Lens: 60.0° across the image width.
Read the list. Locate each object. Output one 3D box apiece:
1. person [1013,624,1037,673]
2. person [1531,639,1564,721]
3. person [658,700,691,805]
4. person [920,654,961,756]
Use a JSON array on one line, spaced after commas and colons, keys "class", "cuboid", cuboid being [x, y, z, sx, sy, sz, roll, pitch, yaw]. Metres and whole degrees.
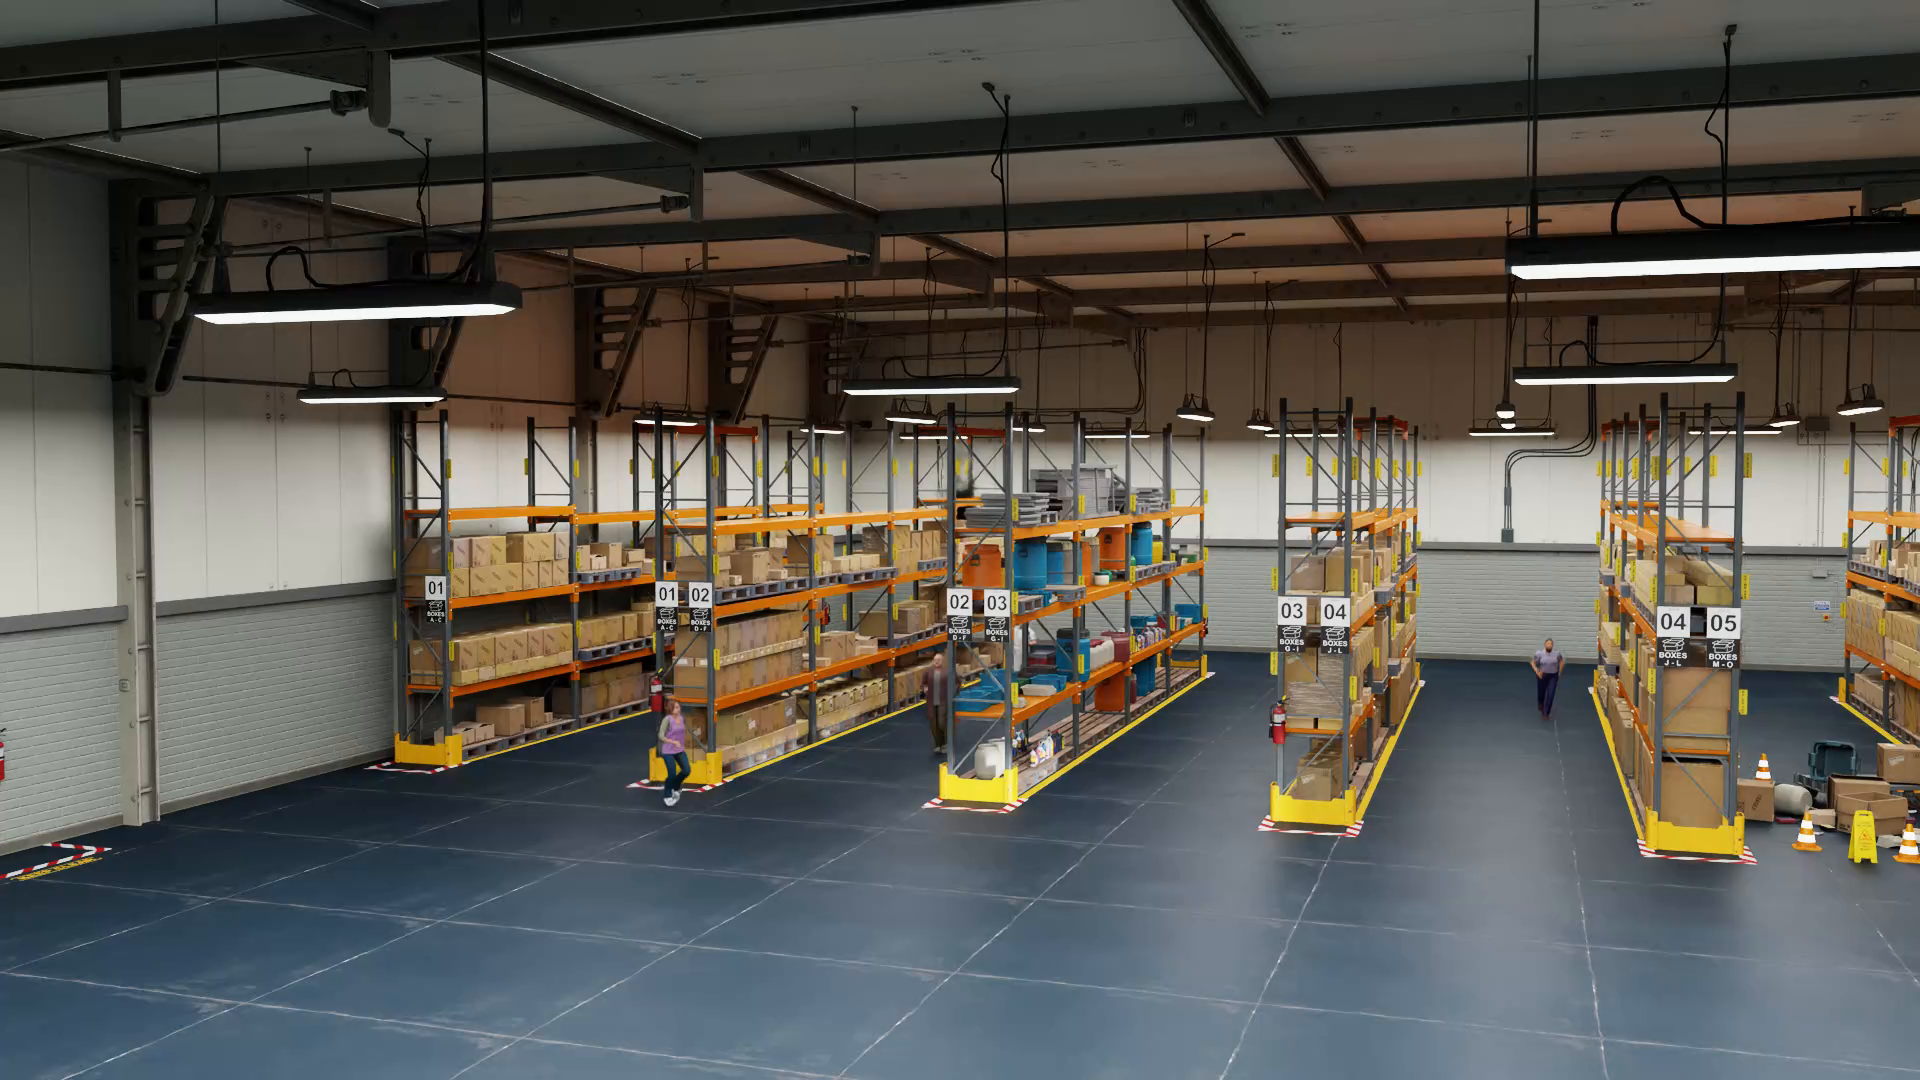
[{"class": "person", "cuboid": [1.346, 2.534, 36.668, 0.677, 1.762, 0.988, 0, 2, 7]}, {"class": "person", "cuboid": [11.774, 2.782, 33.322, 0.630, 1.634, 0.773, 1, 3, 13]}, {"class": "person", "cuboid": [-4.222, 3.155, 24.665, 0.564, 1.567, 0.546, 2, 3, 43]}, {"class": "person", "cuboid": [-0.385, 2.881, 29.011, 0.689, 1.772, 0.686, 1, 3, 16]}]
